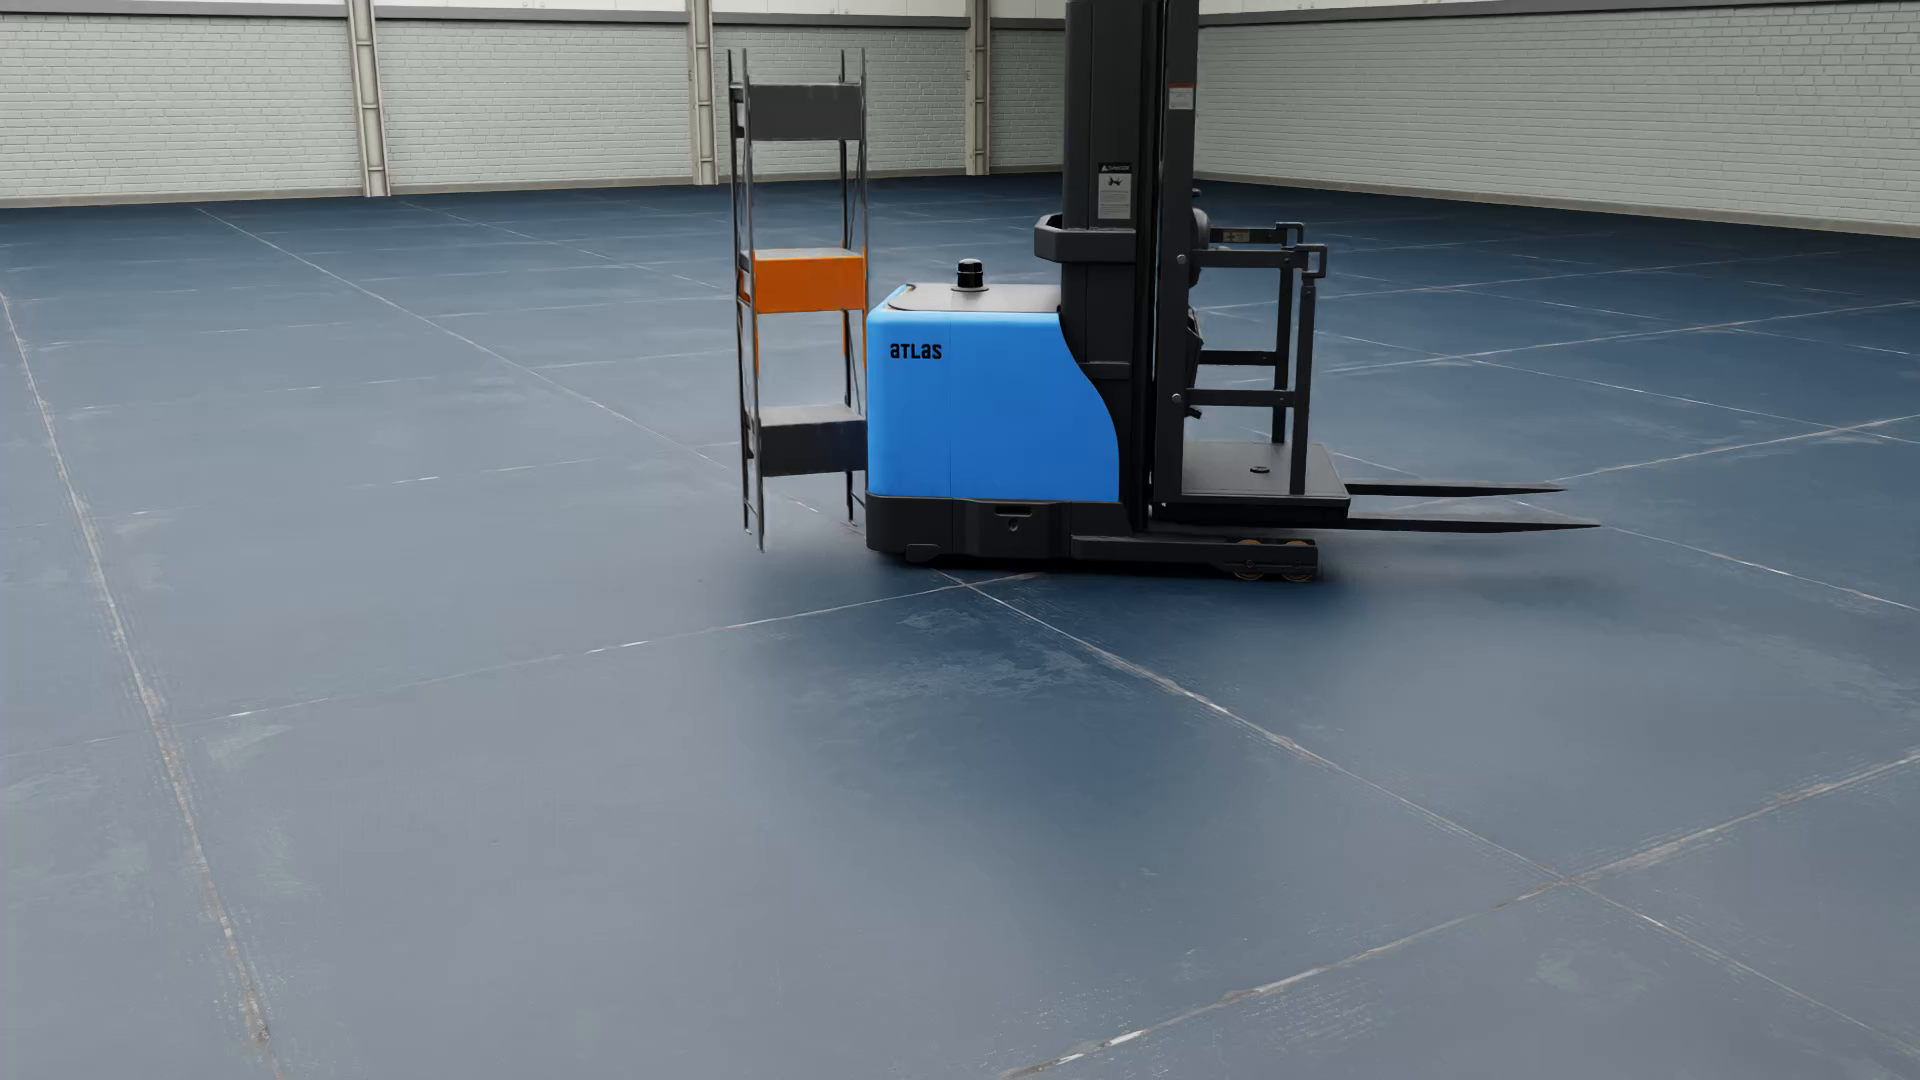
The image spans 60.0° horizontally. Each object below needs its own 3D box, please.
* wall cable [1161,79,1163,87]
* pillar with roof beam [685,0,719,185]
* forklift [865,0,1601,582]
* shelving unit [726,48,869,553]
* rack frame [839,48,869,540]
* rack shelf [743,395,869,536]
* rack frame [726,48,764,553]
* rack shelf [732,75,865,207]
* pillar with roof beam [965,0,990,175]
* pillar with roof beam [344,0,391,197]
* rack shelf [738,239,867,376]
[{"bbox_3d":[3.565,-10.470,33.840,0.112,2.526,3.097,-9,18,-30],"label":"wall cable"},{"bbox_3d":[-2.567,-10.031,26.523,0.400,9.000,9.100,-9,18,-30],"label":"pillar with roof beam"},{"bbox_3d":[1.154,-1.391,6.941,3.031,2.935,1.130,2,16,6],"label":"forklift"},{"bbox_3d":[-0.685,-1.026,7.179,0.503,2.100,0.431,-5,16,-17],"label":"shelving unit"},{"bbox_3d":[-0.452,-1.045,7.248,0.015,2.100,0.400,-5,16,-17],"label":"rack frame"},{"bbox_3d":[-0.685,-0.338,7.371,0.480,0.518,0.431,-5,16,-17],"label":"rack shelf"},{"bbox_3d":[-0.918,-1.006,7.109,0.015,2.100,0.400,-5,16,-17],"label":"rack frame"},{"bbox_3d":[-0.685,-1.687,6.993,0.480,0.518,0.431,-5,16,-17],"label":"rack shelf"},{"bbox_3d":[2.576,-10.865,29.498,0.400,9.000,9.100,-9,18,-30],"label":"pillar with roof beam"},{"bbox_3d":[-7.711,-9.197,23.547,0.400,9.000,9.100,-9,18,-30],"label":"pillar with roof beam"},{"bbox_3d":[-0.685,-1.013,7.182,0.480,0.518,0.431,-5,16,-17],"label":"rack shelf"}]
